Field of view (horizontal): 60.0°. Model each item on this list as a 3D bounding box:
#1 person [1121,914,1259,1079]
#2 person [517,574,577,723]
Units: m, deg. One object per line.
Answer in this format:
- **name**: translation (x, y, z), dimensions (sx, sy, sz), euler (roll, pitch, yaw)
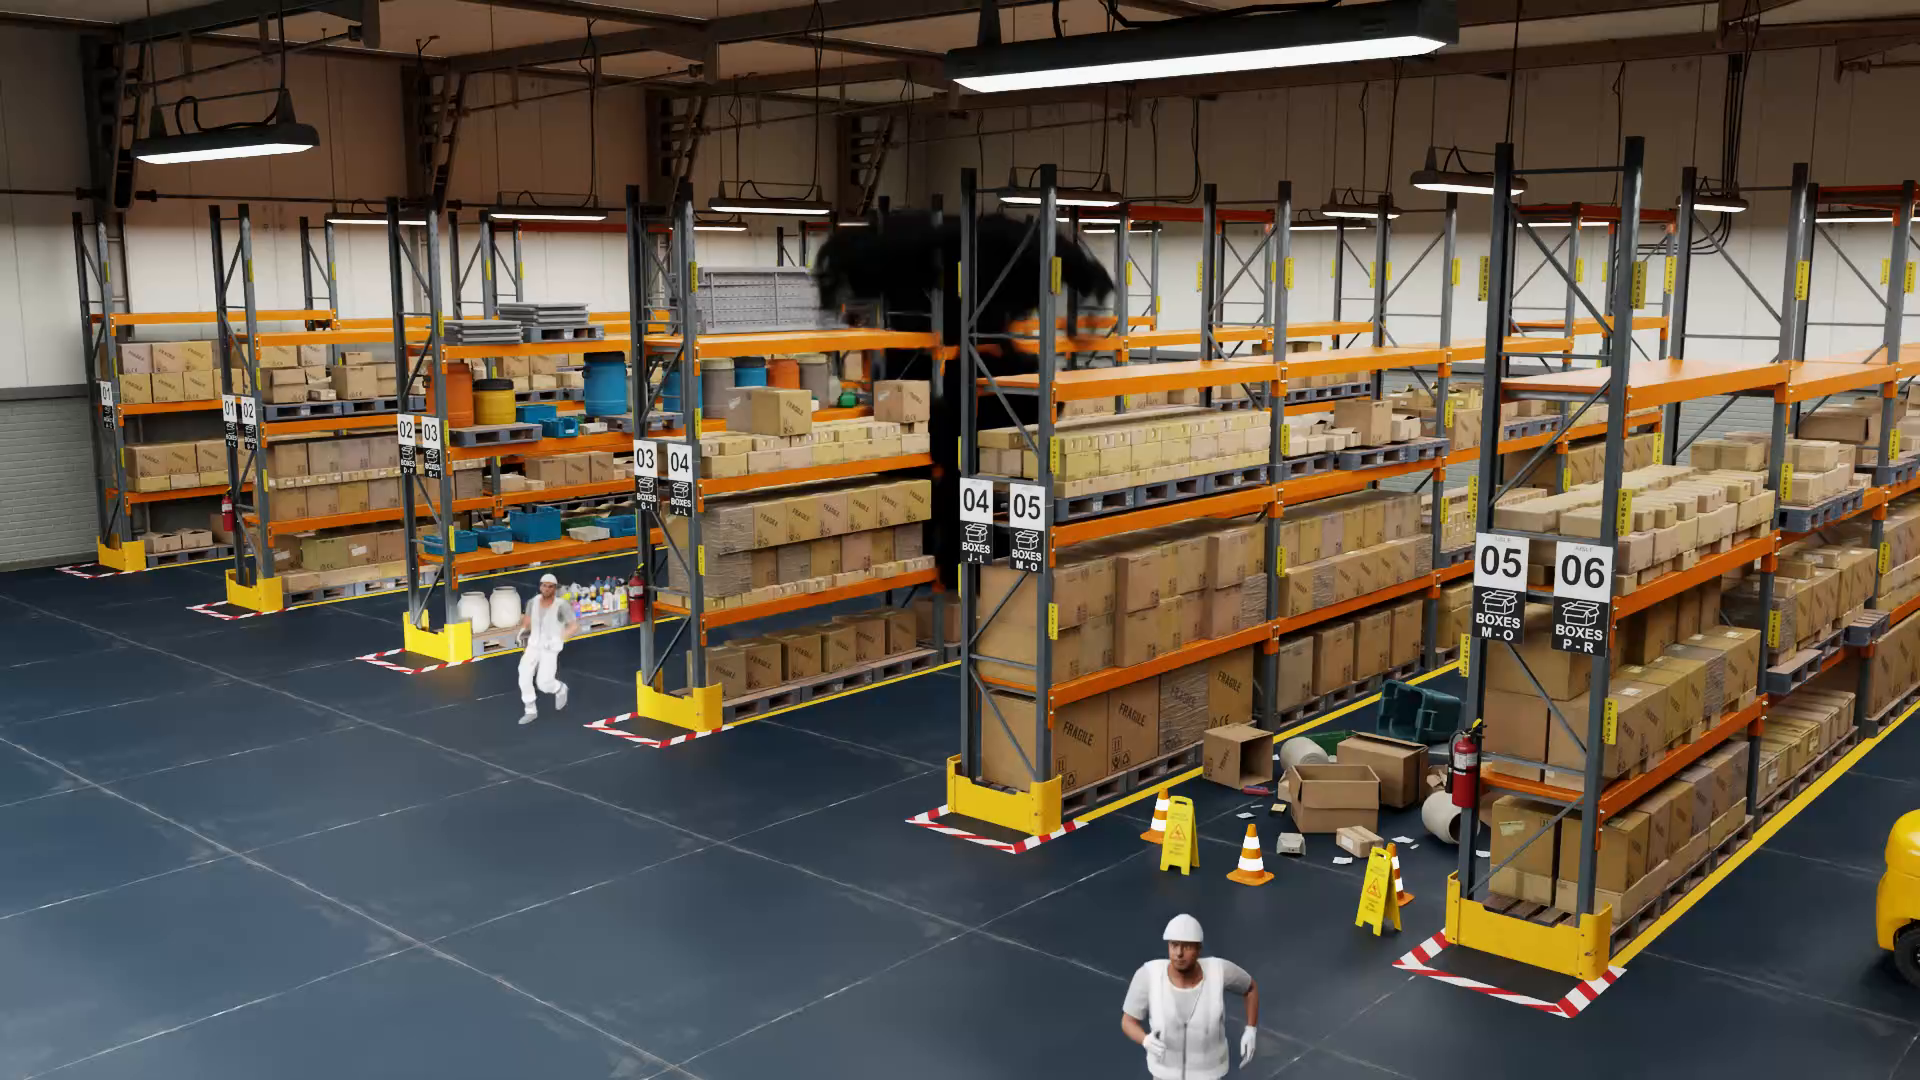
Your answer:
- **person**: translation (1.217, 2.845, 8.862), dimensions (0.698, 1.834, 0.922), euler (2, 10, 14)
- **person**: translation (-4.682, 1.212, 18.916), dimensions (0.670, 1.708, 0.595), euler (3, 10, 18)
